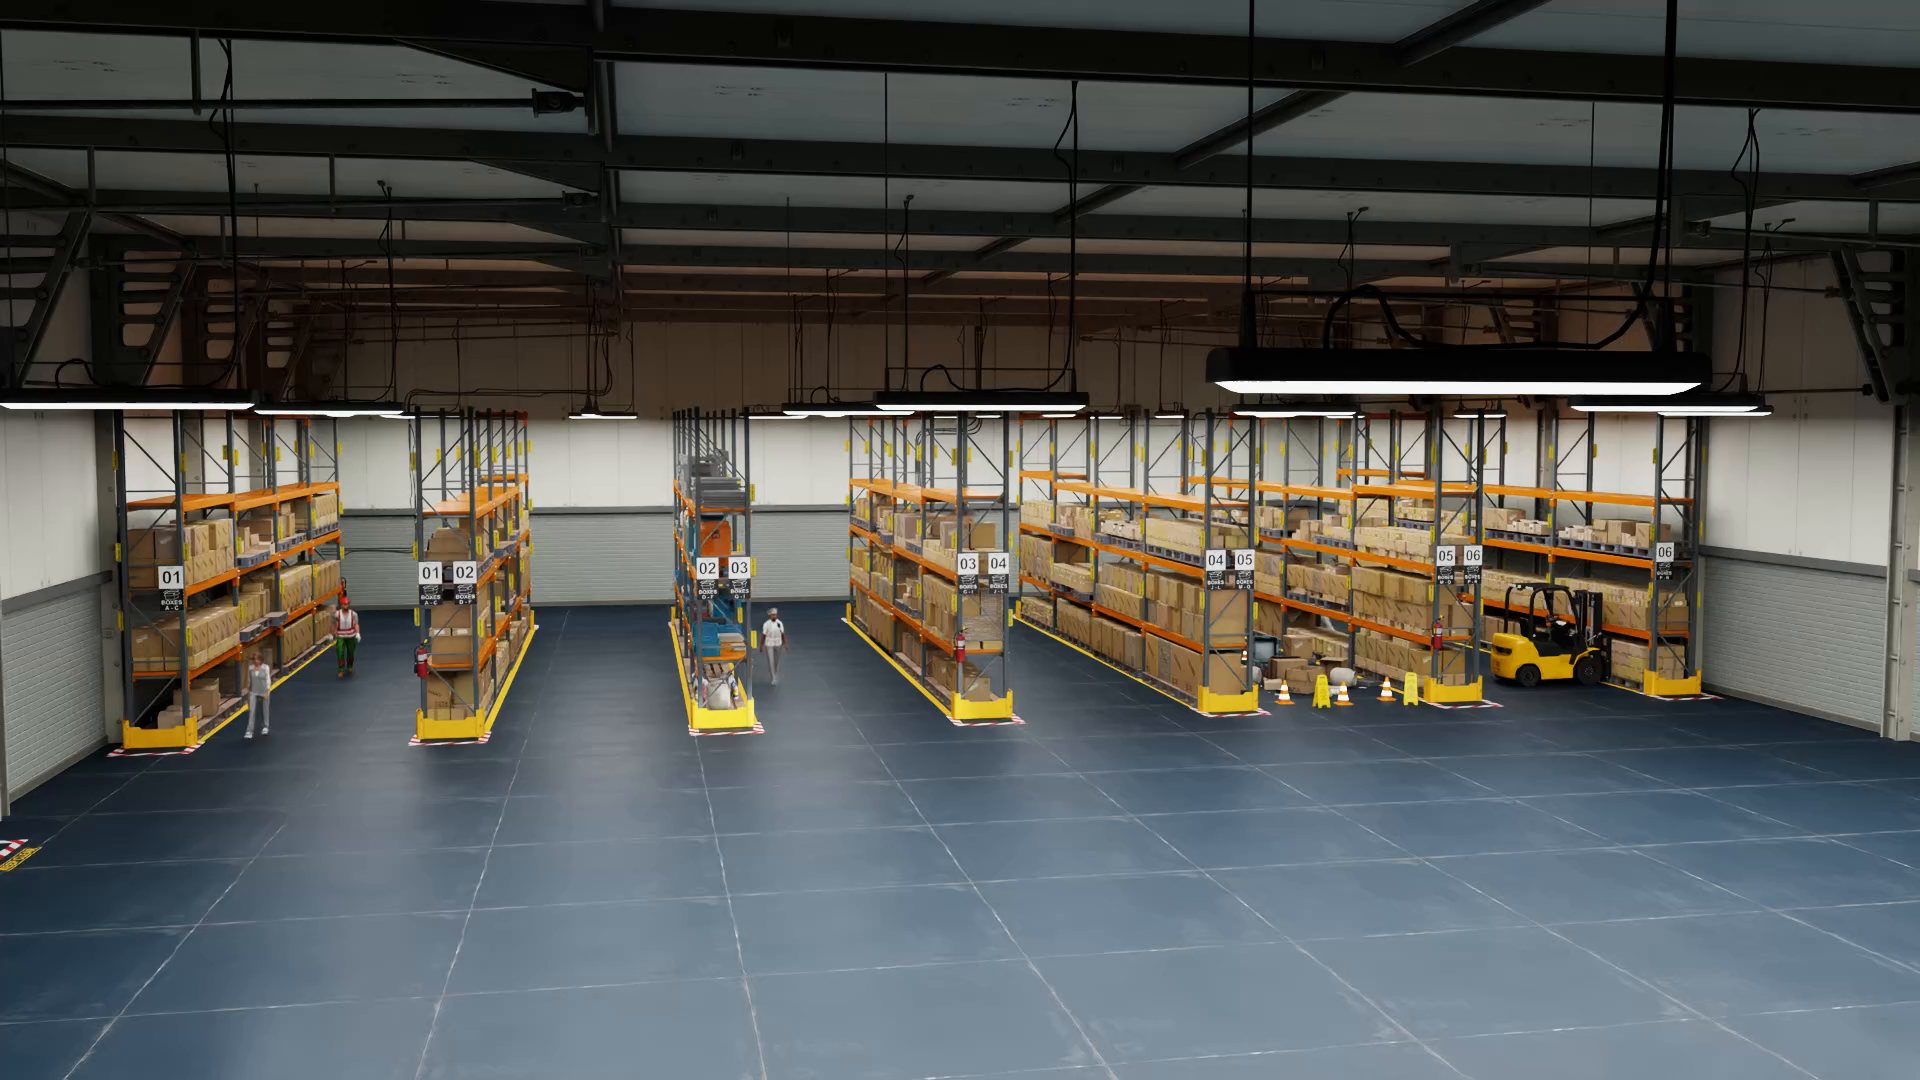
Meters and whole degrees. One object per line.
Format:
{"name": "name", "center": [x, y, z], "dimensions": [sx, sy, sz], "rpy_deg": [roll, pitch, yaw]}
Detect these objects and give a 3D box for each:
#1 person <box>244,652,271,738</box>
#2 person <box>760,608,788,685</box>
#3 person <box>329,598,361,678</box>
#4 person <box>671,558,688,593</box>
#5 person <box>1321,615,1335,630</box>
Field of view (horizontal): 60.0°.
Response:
{"name": "person", "center": [-12.676, 2.793, 30.031], "dimensions": [0.440, 1.543, 0.975], "rpy_deg": [-1, 4, -18]}
{"name": "person", "center": [-4.074, 2.298, 36.365], "dimensions": [0.536, 1.628, 1.058], "rpy_deg": [-2, 4, -21]}
{"name": "person", "center": [-13.838, 2.171, 37.387], "dimensions": [0.675, 1.738, 1.025], "rpy_deg": [-1, 4, -20]}
{"name": "person", "center": [-8.150, 1.379, 48.738], "dimensions": [0.561, 1.698, 1.098], "rpy_deg": [2, 4, 24]}
{"name": "person", "center": [9.903, 1.672, 44.785], "dimensions": [0.659, 1.760, 0.668], "rpy_deg": [-3, 5, -36]}
